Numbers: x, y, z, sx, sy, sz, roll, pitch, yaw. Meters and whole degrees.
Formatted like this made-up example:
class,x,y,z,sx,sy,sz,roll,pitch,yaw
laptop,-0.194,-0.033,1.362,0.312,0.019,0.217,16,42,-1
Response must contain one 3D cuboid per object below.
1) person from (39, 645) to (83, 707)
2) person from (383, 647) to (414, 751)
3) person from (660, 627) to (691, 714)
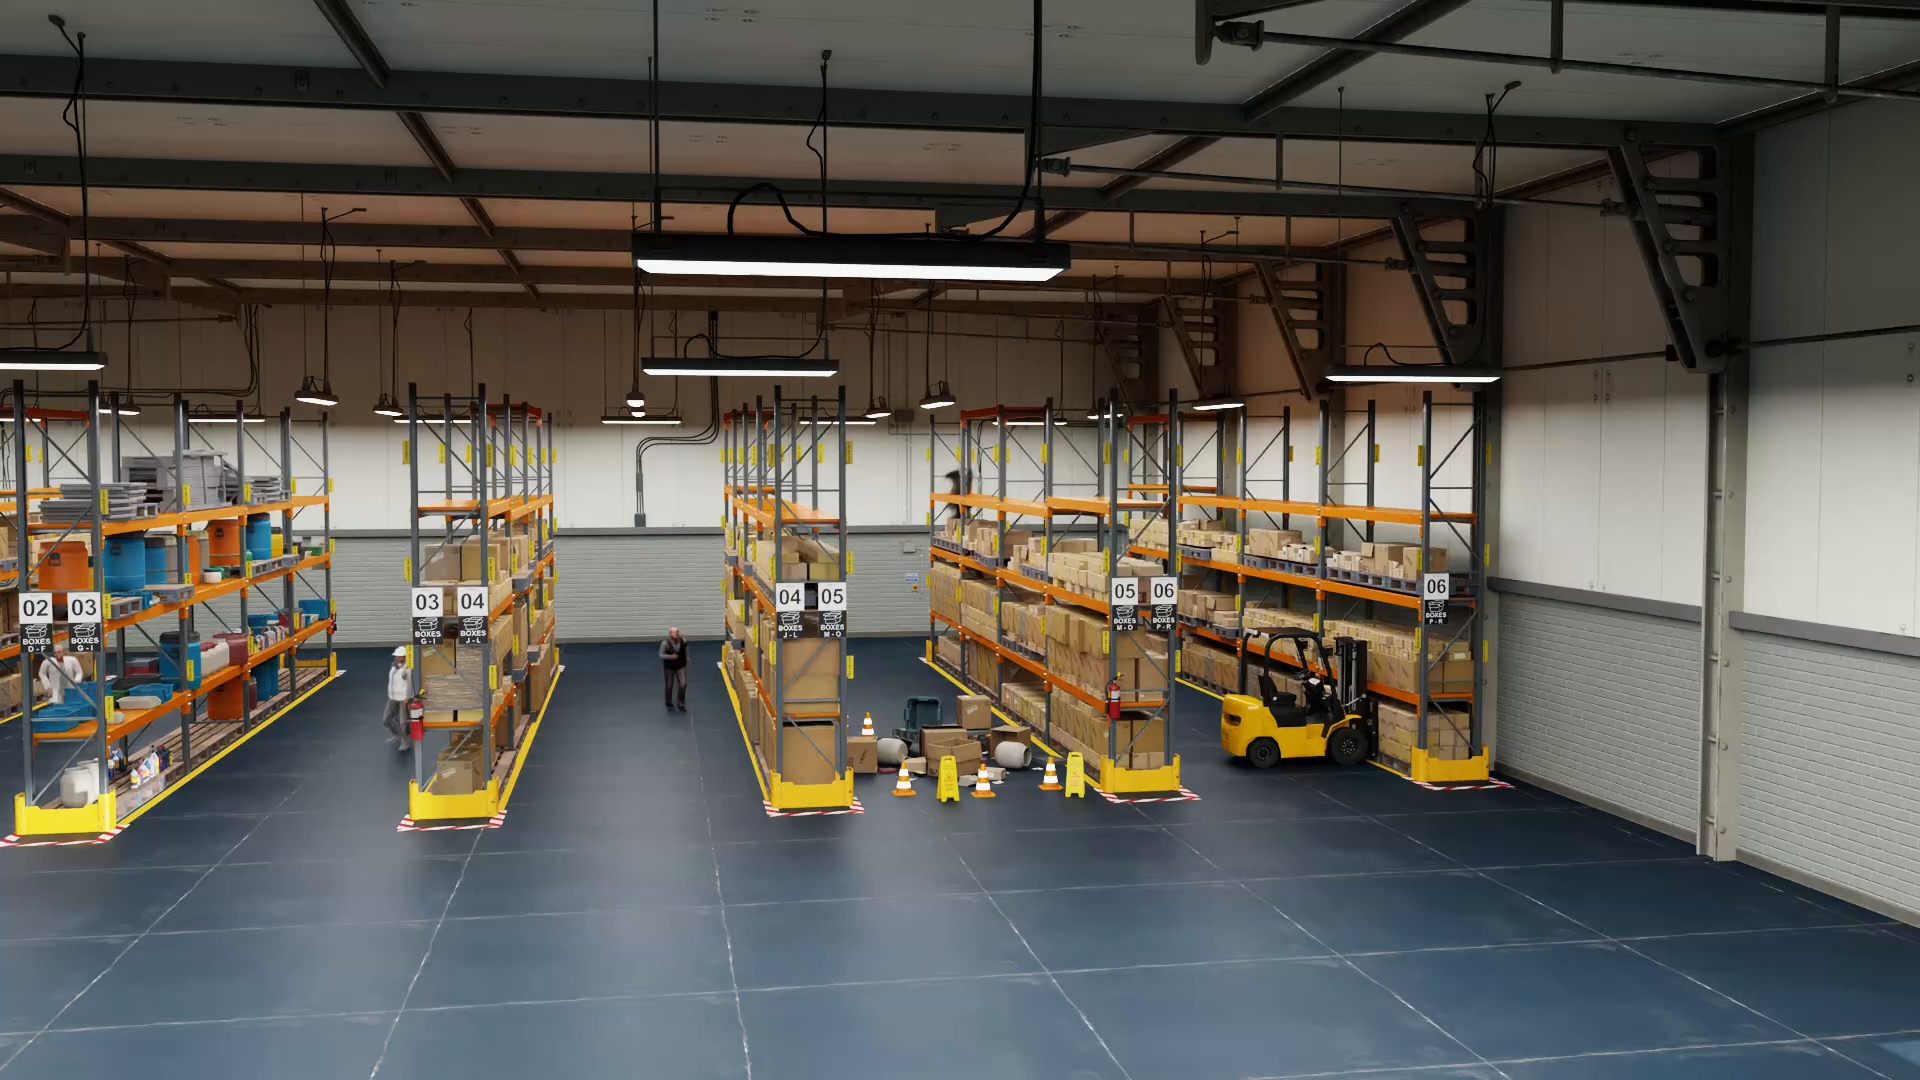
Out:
class,x,y,z,sx,sy,sz,roll,pitch,yaw
person,-15.866,2.667,29.401,0.733,1.690,0.932,-2,4,-38
person,-9.516,2.695,28.263,0.686,1.788,0.466,1,3,25
person,-5.564,2.526,32.464,0.651,1.694,0.976,-1,3,-19
